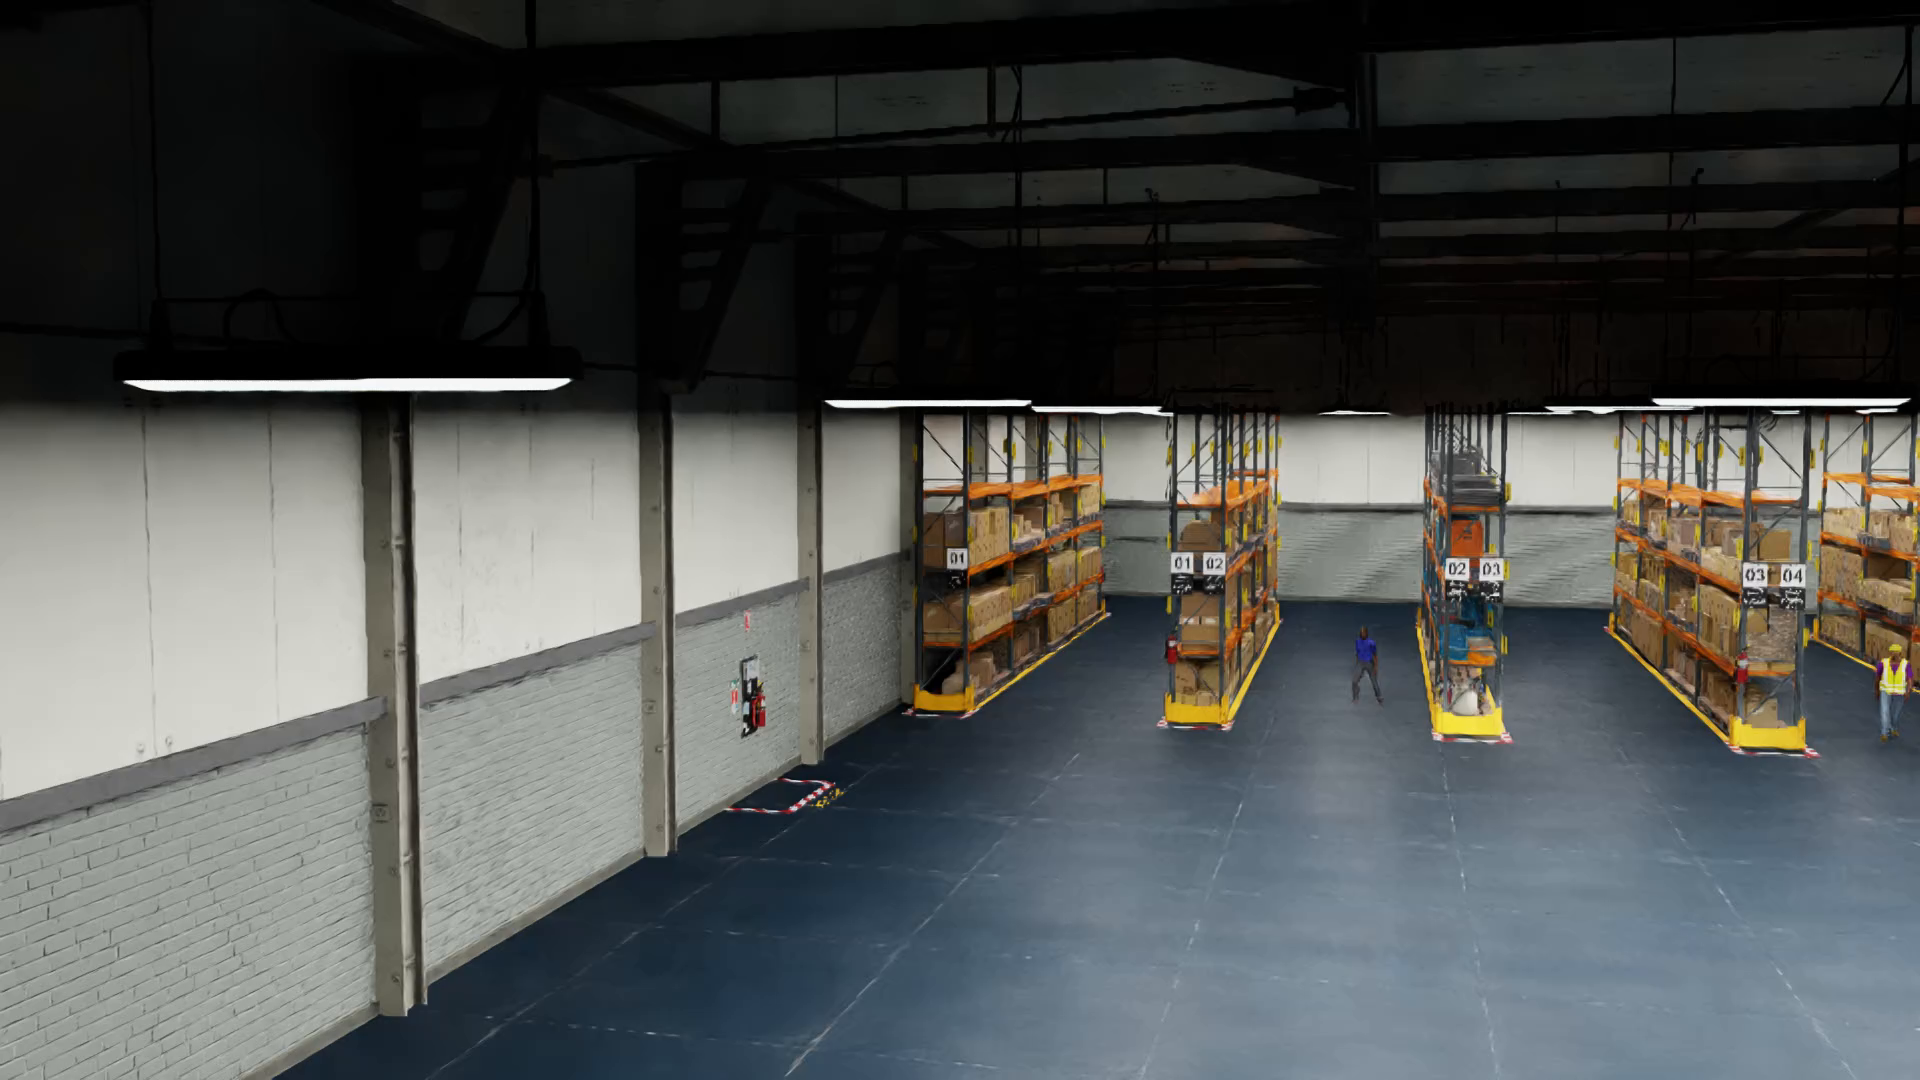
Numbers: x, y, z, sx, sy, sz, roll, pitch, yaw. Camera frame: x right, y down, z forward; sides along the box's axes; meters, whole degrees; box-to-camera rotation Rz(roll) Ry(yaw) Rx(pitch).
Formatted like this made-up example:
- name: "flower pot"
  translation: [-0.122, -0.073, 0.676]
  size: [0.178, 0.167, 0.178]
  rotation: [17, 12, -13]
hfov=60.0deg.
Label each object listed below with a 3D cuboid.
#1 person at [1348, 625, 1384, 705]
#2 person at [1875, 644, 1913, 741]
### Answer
- name: "person"
  translation: [8.106, 2.479, 33.084]
  size: [0.505, 1.591, 0.939]
  rotation: [3, 5, 36]
- name: "person"
  translation: [16.557, 2.656, 29.475]
  size: [0.569, 1.653, 1.028]
  rotation: [2, 5, 23]
